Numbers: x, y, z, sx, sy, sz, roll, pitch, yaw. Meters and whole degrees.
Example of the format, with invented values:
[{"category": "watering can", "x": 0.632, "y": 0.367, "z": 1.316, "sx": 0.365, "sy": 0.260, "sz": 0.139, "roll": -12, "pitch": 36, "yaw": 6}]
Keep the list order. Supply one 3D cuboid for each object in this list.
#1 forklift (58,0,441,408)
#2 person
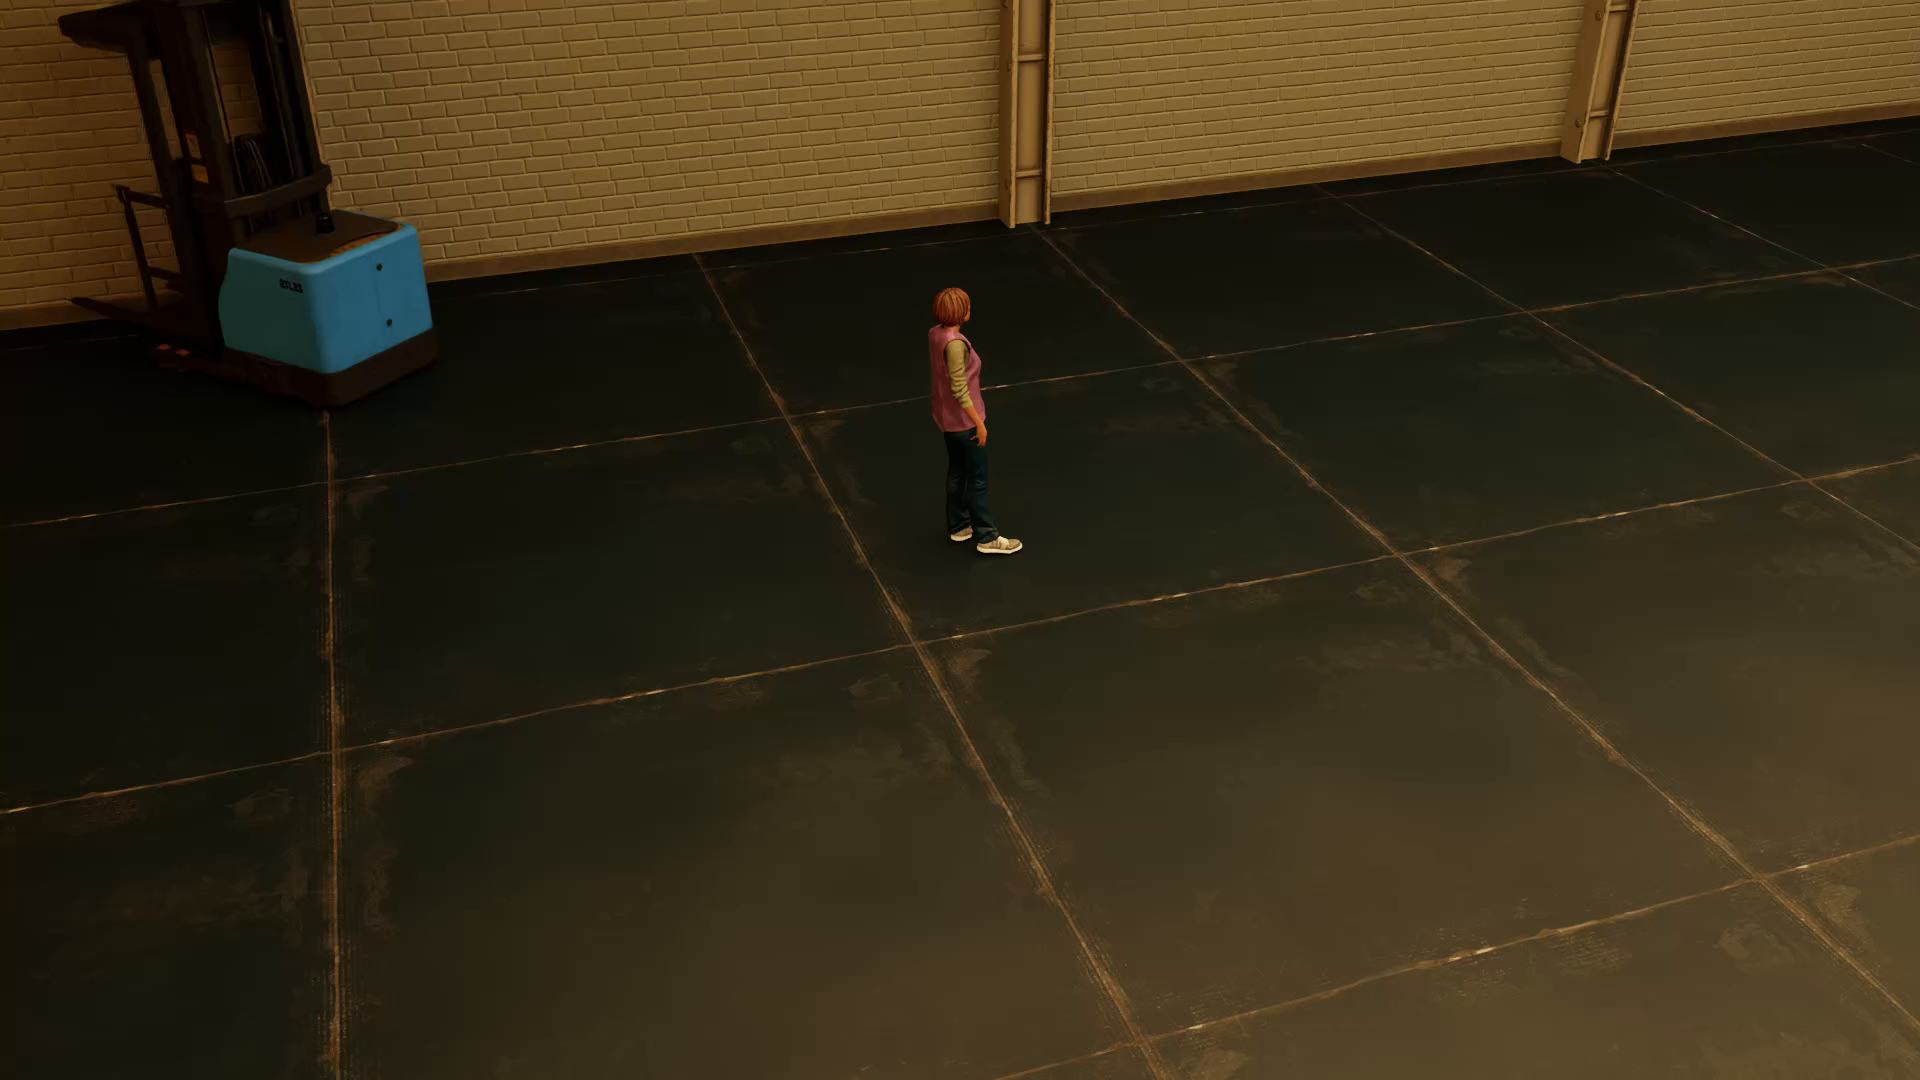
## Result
[{"category": "forklift", "x": -5.362, "y": -2.707, "z": 11.792, "sx": 3.031, "sy": 2.935, "sz": 1.130, "roll": 15, "pitch": 33, "yaw": 25}, {"category": "person", "x": 0.075, "y": -0.704, "z": 9.633, "sx": 0.473, "sy": 1.599, "sz": 0.520, "roll": -10, "pitch": 31, "yaw": -16}]
